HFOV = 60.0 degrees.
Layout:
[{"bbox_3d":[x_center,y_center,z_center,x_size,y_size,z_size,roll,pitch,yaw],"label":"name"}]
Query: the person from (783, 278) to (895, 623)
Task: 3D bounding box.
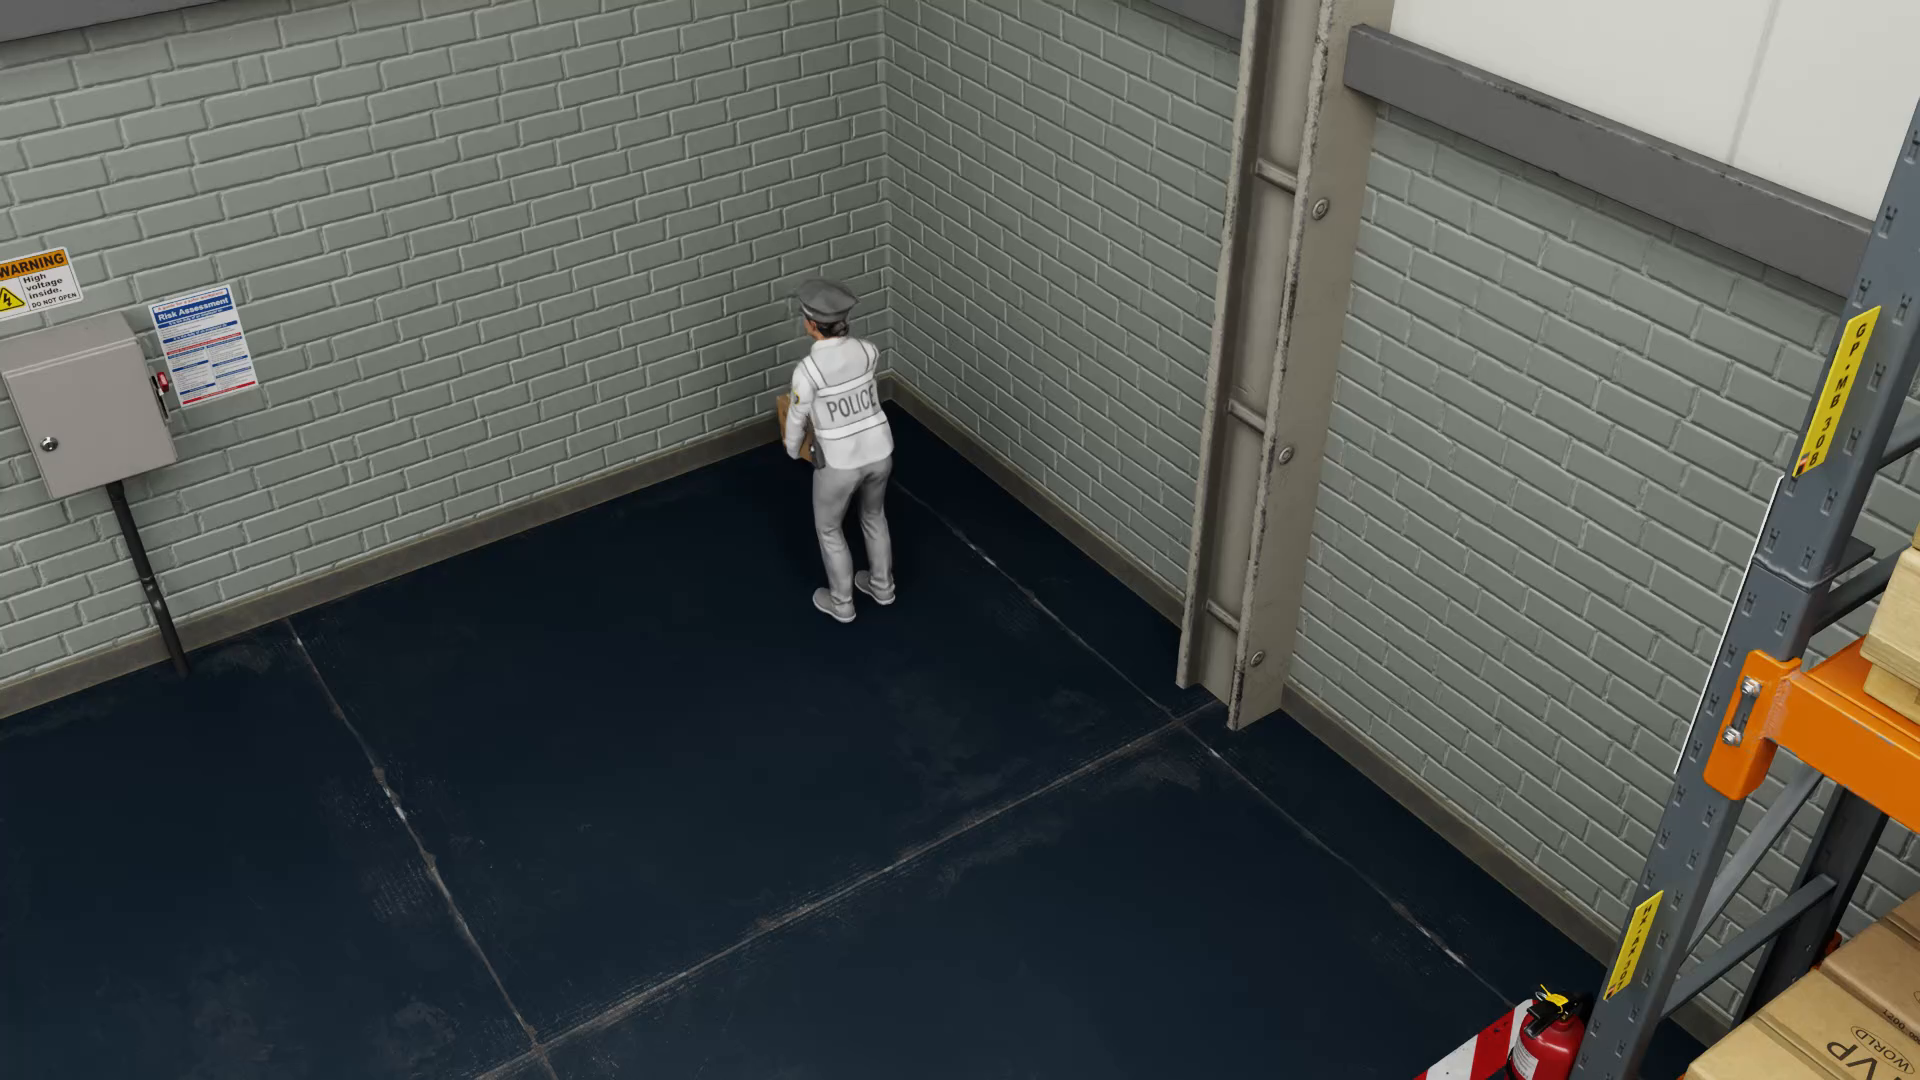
[{"bbox_3d":[-0.558,-0.396,7.555,0.413,1.648,0.549,-24,43,-28],"label":"person"}]
